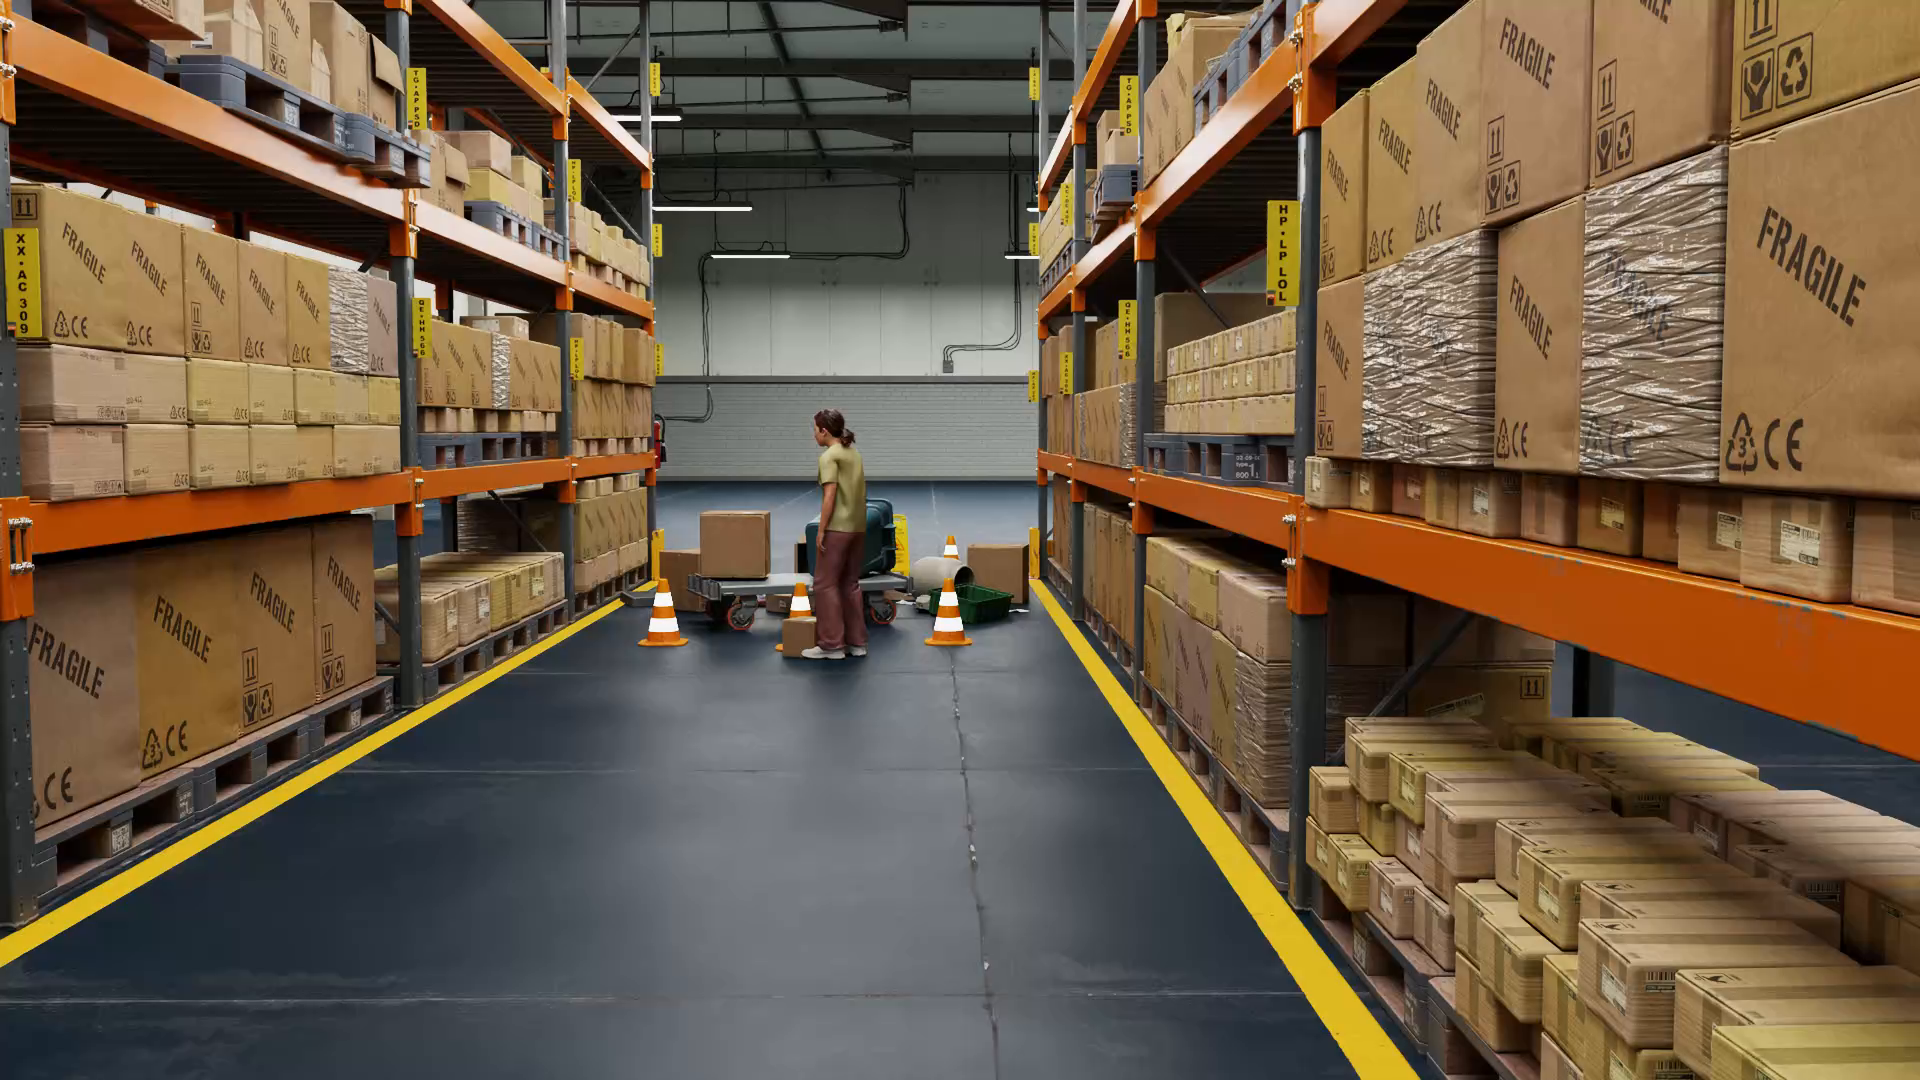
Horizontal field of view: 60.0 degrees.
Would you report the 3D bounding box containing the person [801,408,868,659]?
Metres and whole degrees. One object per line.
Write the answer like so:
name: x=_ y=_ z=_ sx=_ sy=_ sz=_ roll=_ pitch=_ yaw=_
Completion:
person: x=-0.835 y=-0.045 z=11.120 sx=0.404 sy=1.673 sz=0.500 roll=2 pitch=4 yaw=27
